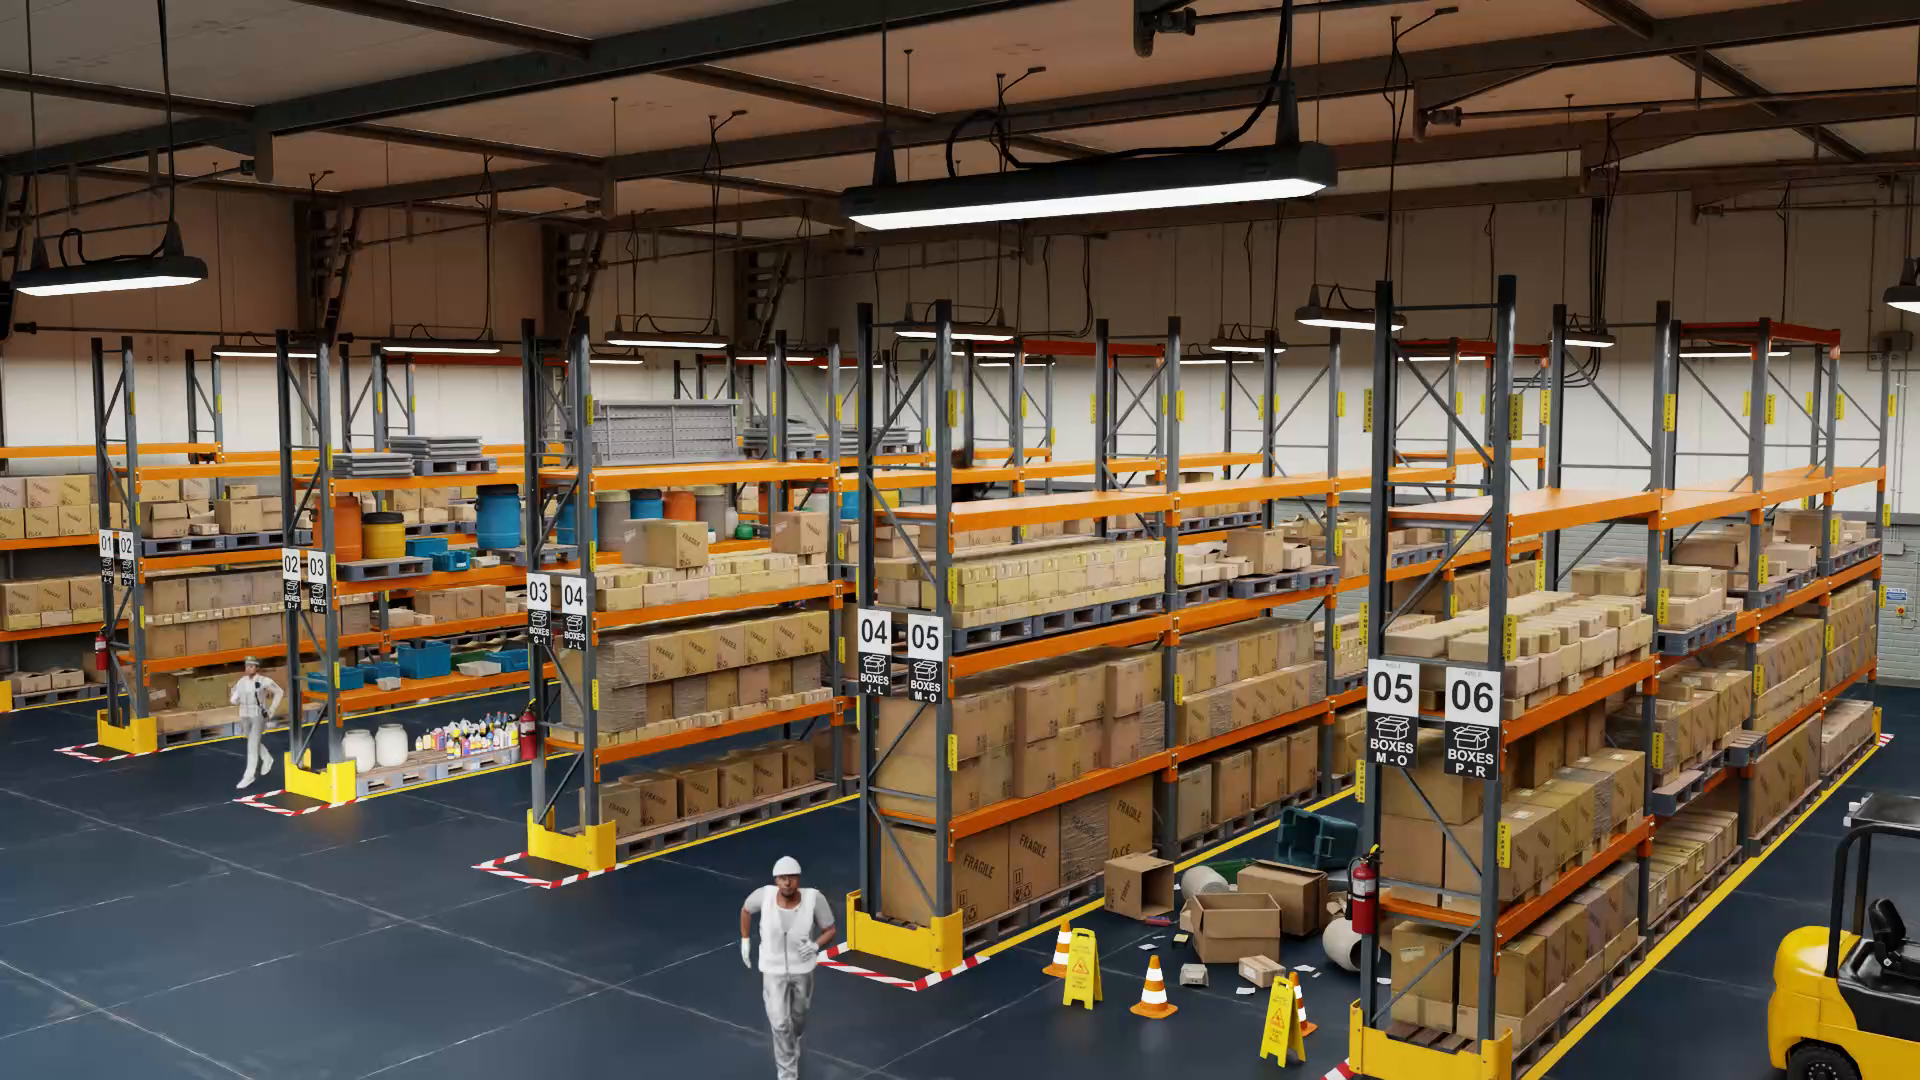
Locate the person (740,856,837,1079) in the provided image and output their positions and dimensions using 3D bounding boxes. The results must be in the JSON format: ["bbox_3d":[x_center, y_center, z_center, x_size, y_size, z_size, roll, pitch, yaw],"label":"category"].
[{"bbox_3d":[-1.271,3.203,12.354,0.711,1.798,1.033,-1,5,-7],"label":"person"}]

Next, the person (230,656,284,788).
[{"bbox_3d":[-9.390,2.372,22.142,0.608,1.687,0.913,1,5,12],"label":"person"}]
